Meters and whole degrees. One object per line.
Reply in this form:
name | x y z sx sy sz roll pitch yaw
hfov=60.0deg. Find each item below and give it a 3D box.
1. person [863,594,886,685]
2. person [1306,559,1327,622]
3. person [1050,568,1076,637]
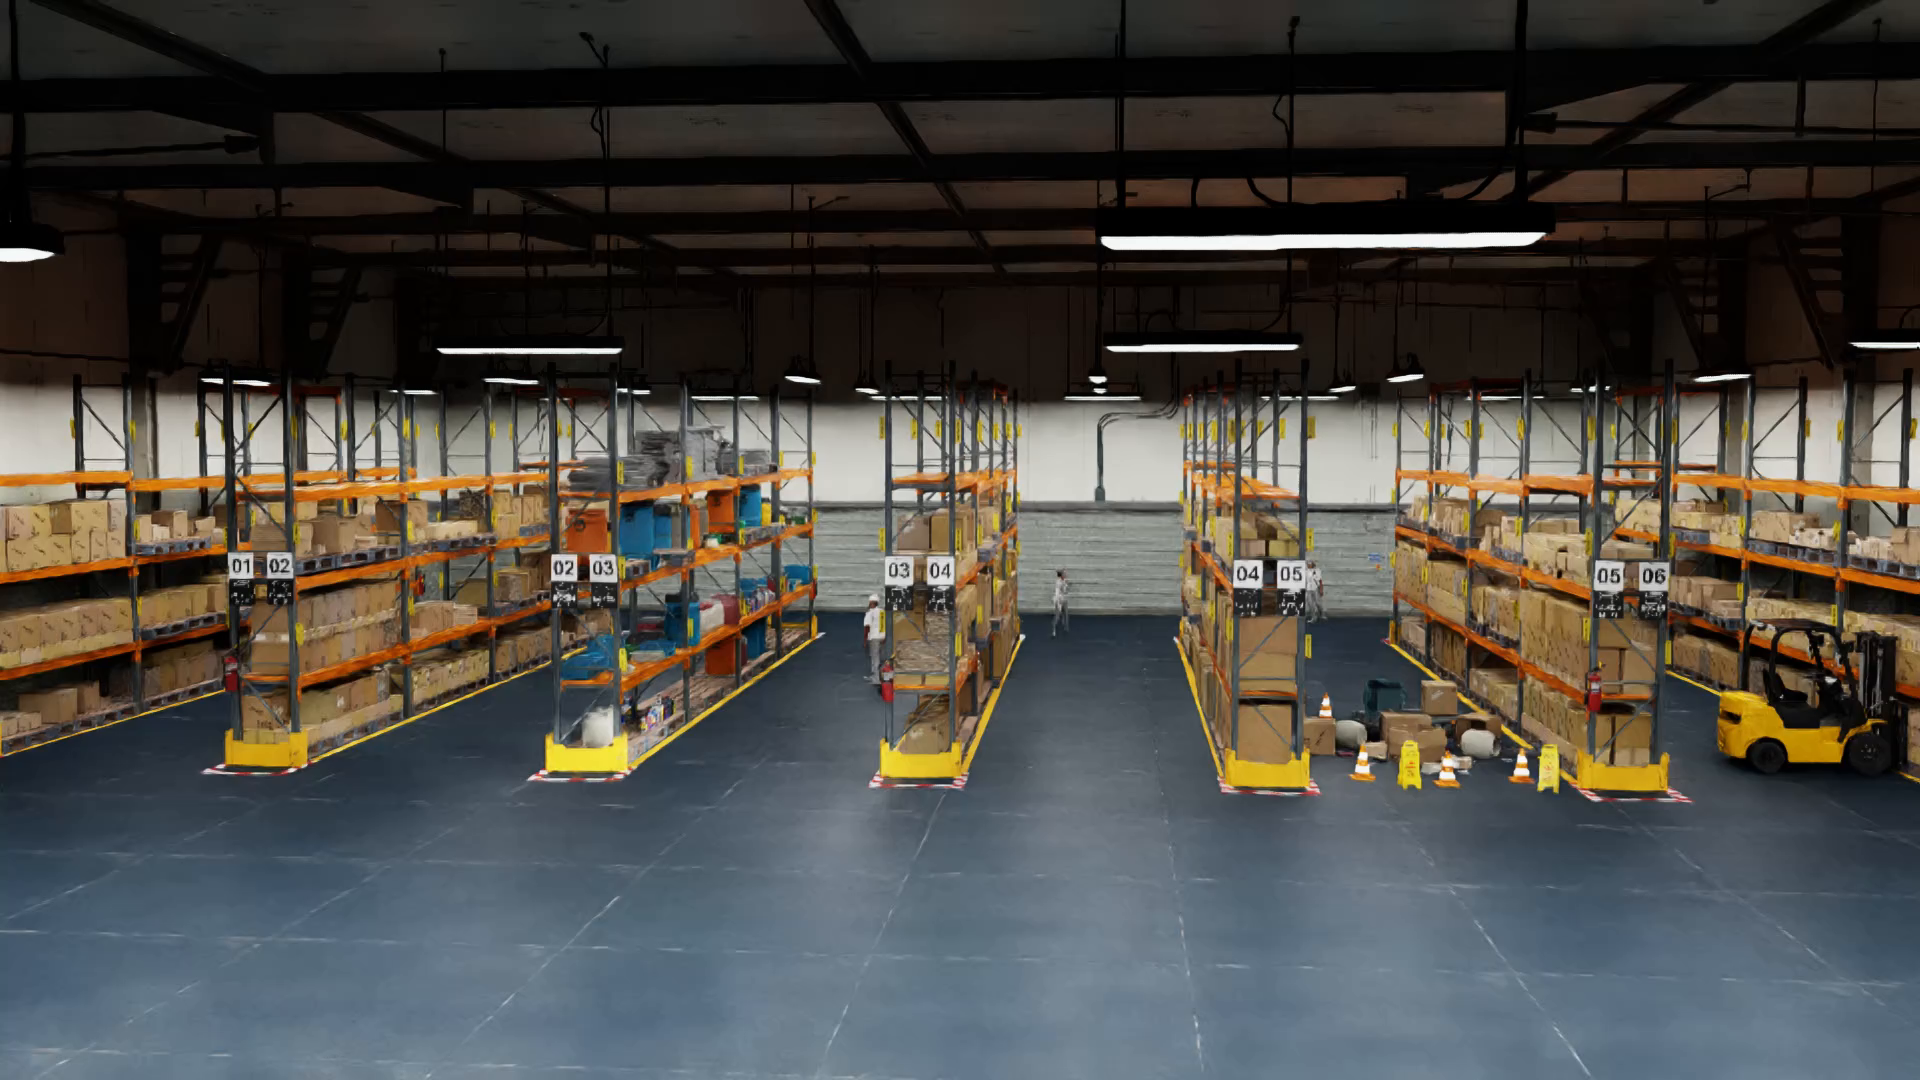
person | -1.708 1.949 32.833 0.591 1.760 0.685 2 4 29
person | 9.327 1.312 43.556 0.514 1.664 0.548 3 5 41
person | 2.473 1.504 40.290 0.482 1.678 0.646 2 4 31
